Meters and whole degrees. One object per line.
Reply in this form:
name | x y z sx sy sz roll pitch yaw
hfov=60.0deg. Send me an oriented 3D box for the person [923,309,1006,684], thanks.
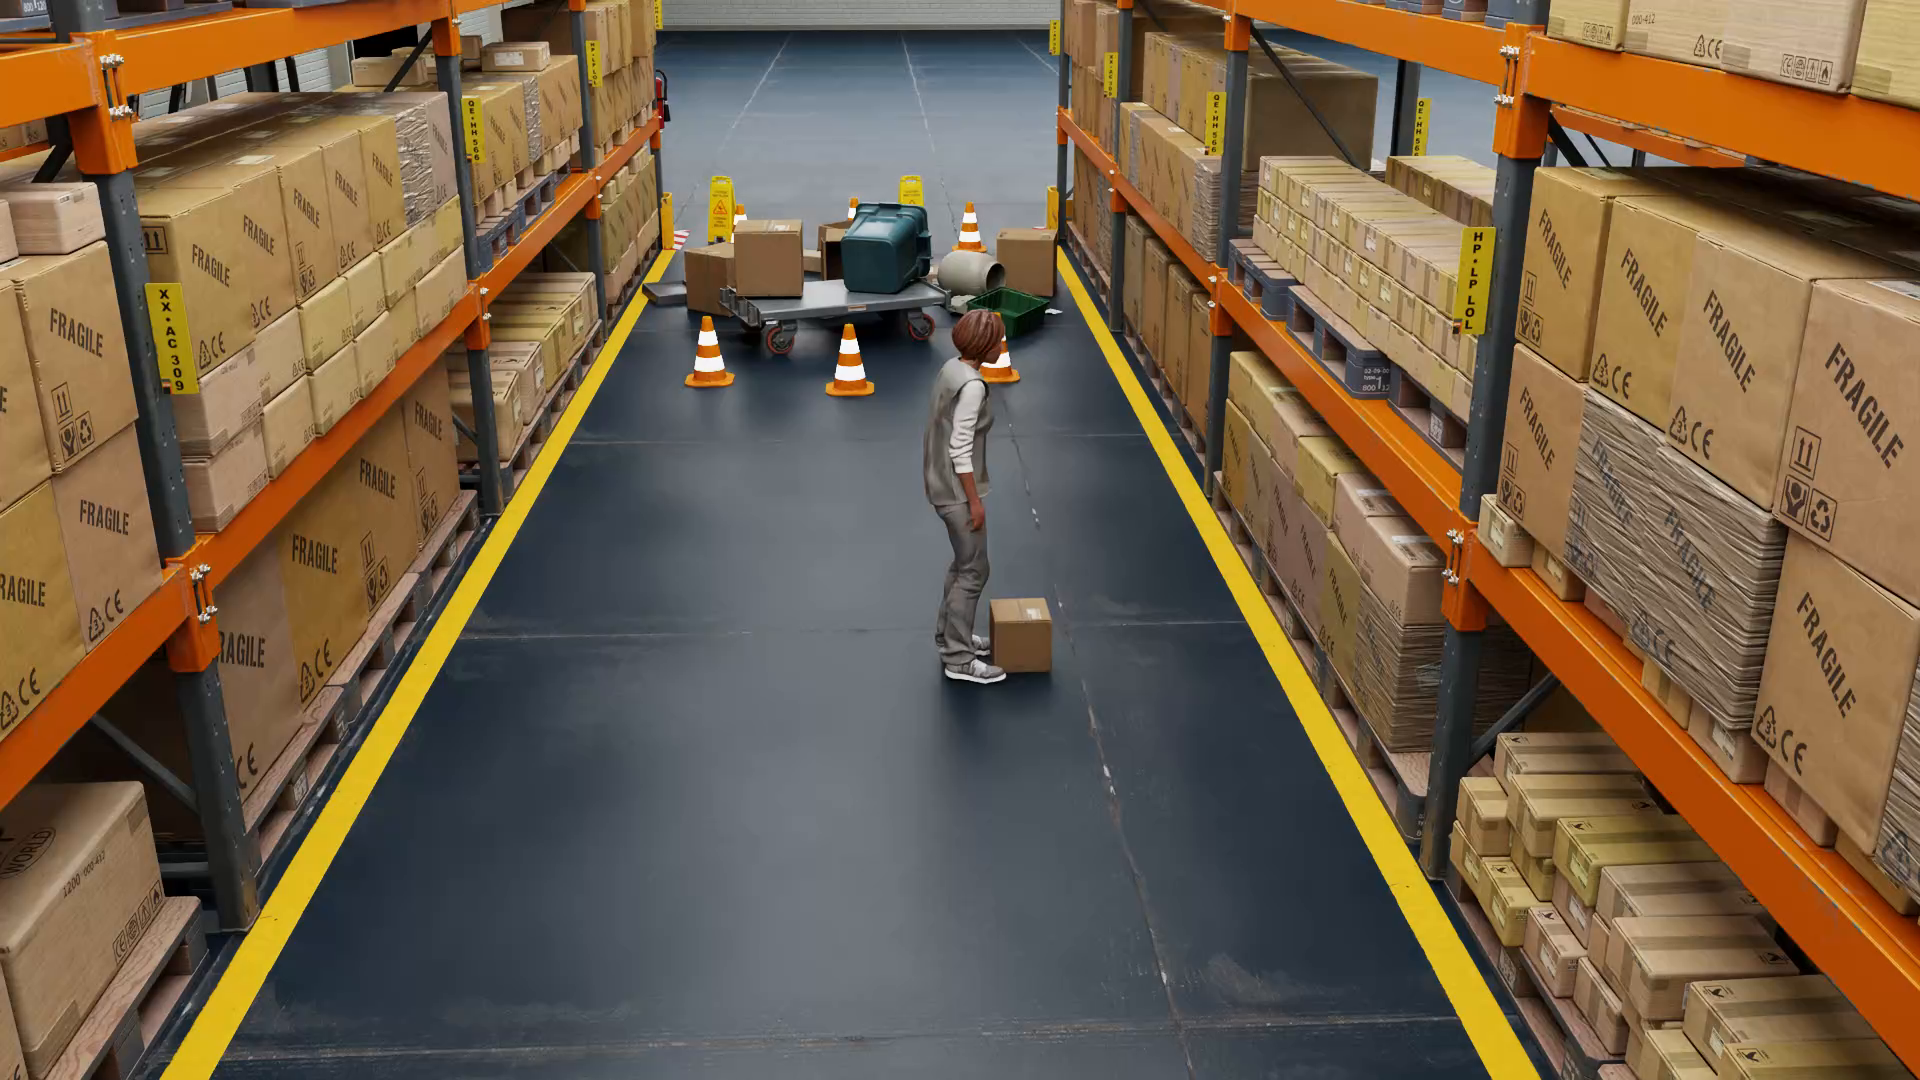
person | 0.021 -0.196 7.115 0.347 1.592 0.473 -2 21 -6
